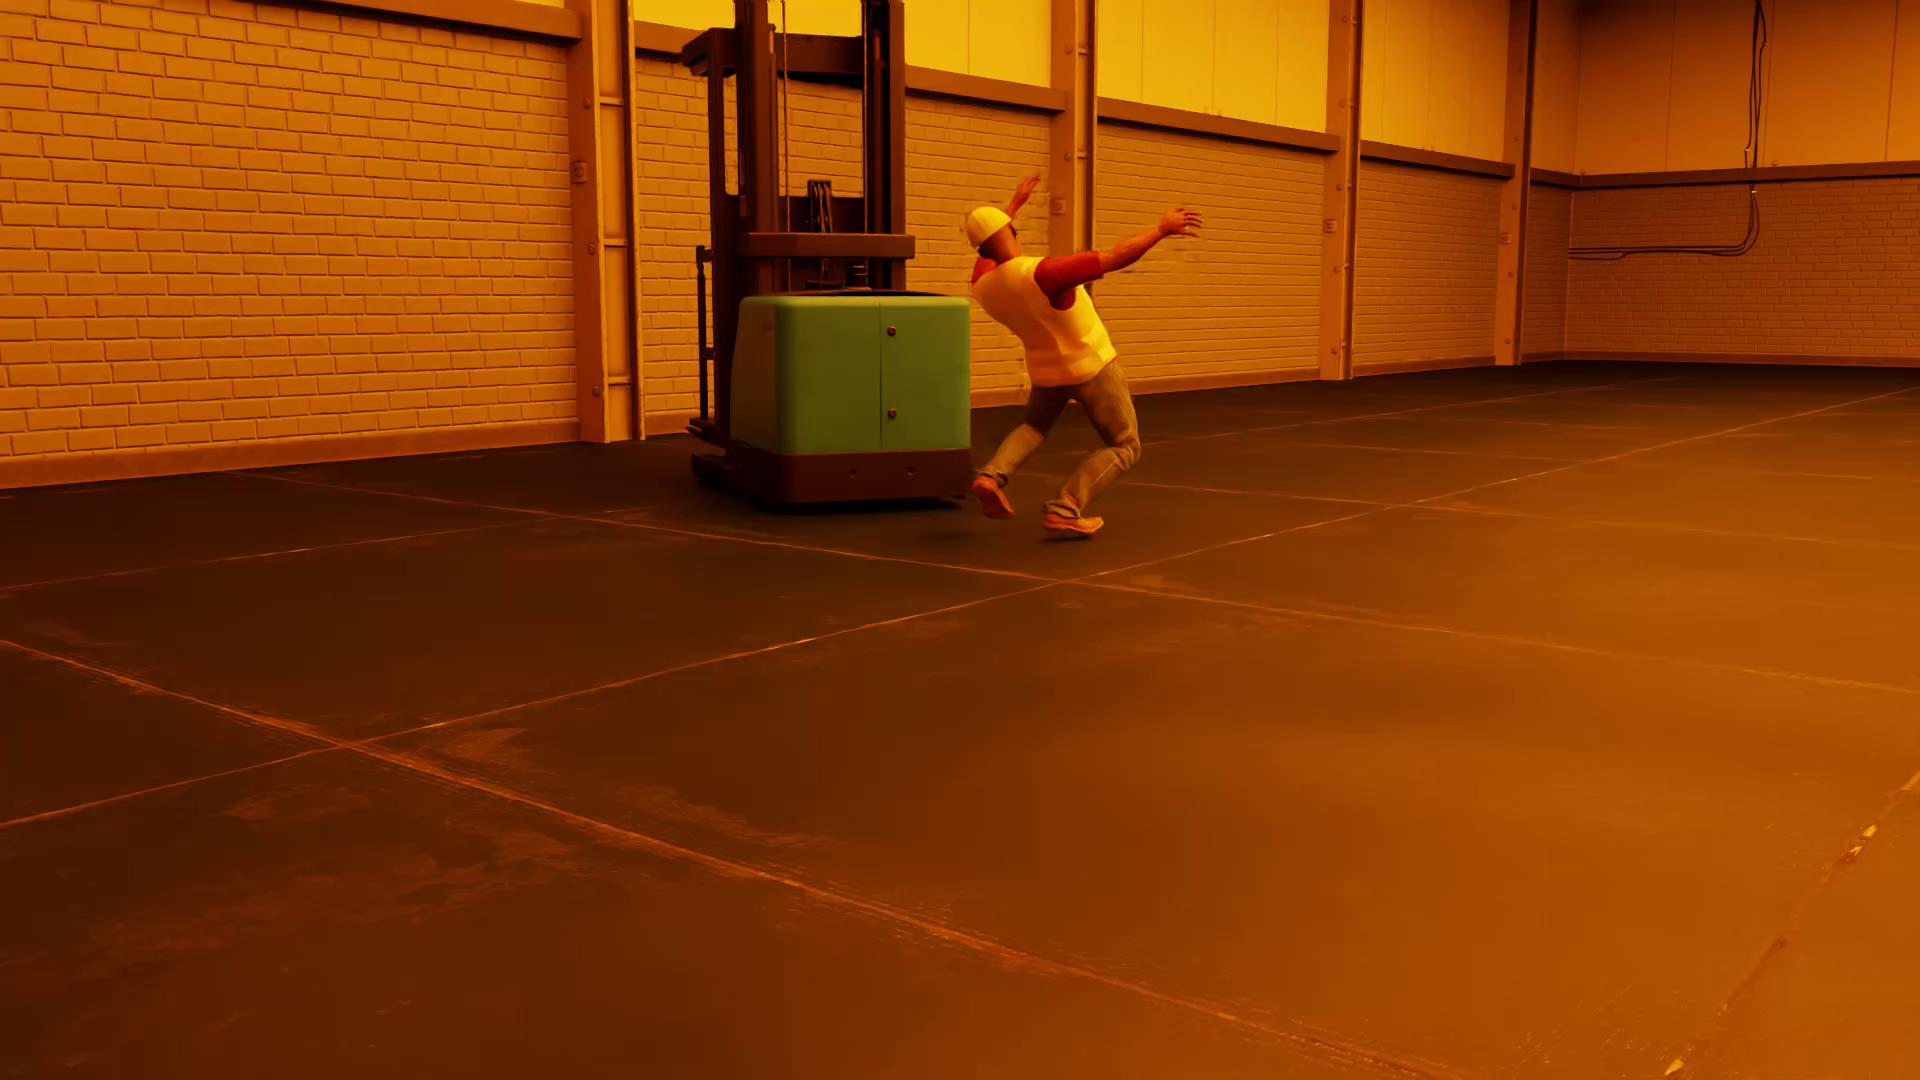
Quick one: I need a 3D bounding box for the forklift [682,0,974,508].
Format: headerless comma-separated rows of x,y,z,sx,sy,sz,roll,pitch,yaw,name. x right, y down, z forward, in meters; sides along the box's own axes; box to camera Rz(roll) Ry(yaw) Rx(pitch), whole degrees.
-0.936,-1.786,9.487,1.130,2.935,3.031,-3,9,-21,forklift

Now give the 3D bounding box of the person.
0.474,-0.831,7.355,1.090,1.622,0.702,8,11,43,person
